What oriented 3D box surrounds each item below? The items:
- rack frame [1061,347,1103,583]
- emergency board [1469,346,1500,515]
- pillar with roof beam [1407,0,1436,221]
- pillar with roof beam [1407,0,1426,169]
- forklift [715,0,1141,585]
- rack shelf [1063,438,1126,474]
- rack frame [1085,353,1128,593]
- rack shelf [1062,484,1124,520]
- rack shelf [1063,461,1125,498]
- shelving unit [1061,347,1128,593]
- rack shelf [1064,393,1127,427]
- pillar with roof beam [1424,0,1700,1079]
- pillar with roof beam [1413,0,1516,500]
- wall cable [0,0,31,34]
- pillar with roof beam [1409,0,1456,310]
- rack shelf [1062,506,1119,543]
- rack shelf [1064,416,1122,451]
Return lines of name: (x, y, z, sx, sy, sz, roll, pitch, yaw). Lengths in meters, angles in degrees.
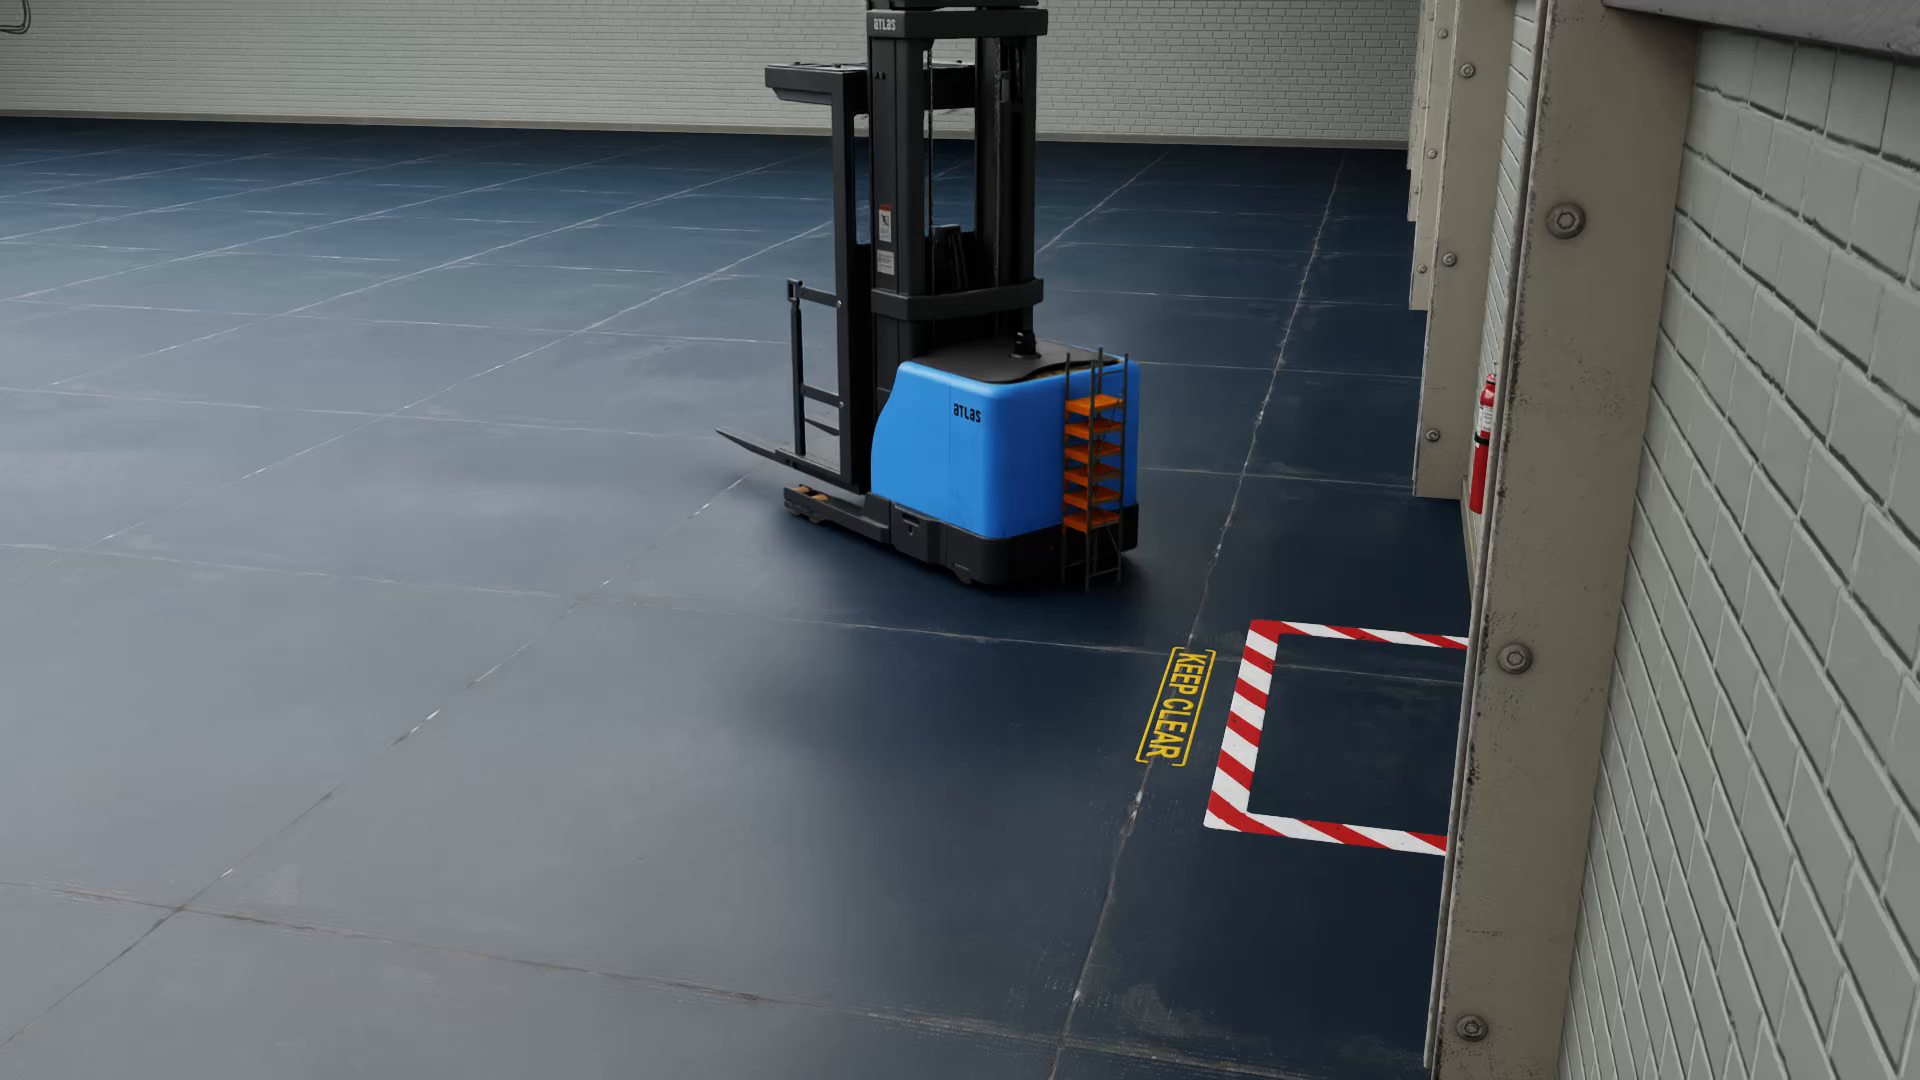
rack frame: (0.617, -0.372, 8.420, 0.240, 1.200, 0.006, -14, 24, -36)
emergency board: (2.085, -0.623, 6.370, 0.194, 1.169, 0.643, 5, 19, 13)
pillar with roof beam: (1.668, -8.672, 20.655, 9.100, 9.000, 0.400, 5, 19, 13)
pillar with roof beam: (3.134, -10.553, 26.161, 9.100, 9.000, 0.400, 5, 19, 13)
forklift: (-0.360, -1.568, 9.245, 1.130, 2.935, 3.031, -14, 24, -36)
rack shelf: (0.674, -0.420, 8.328, 0.258, 0.103, 0.180, -14, 24, -36)
rack frame: (0.730, -0.326, 8.285, 0.240, 1.200, 0.006, -14, 24, -36)
rack shelf: (0.674, -0.193, 8.406, 0.258, 0.103, 0.180, -14, 24, -36)
rack shelf: (0.674, -0.307, 8.367, 0.258, 0.103, 0.180, -14, 24, -36)
shelving unit: (0.674, -0.349, 8.352, 0.258, 1.200, 0.189, -14, 24, -36)
rack shelf: (0.674, -0.647, 8.250, 0.258, 0.103, 0.180, -14, 24, -36)
pillar with roof beam: (-2.730, -3.030, 4.137, 9.100, 9.000, 0.400, 5, 19, 13)
pillar with roof beam: (-1.264, -4.911, 9.643, 9.100, 9.000, 0.400, 5, 19, 13)
wall cable: (-21.235, -12.050, 35.348, 3.097, 2.526, 0.112, 5, 19, 13)
pillar with roof beam: (0.202, -6.791, 15.149, 9.100, 9.000, 0.400, 5, 19, 13)
rack shelf: (0.674, -0.080, 8.444, 0.258, 0.103, 0.180, -14, 24, -36)
rack shelf: (0.674, -0.534, 8.289, 0.258, 0.103, 0.180, -14, 24, -36)
